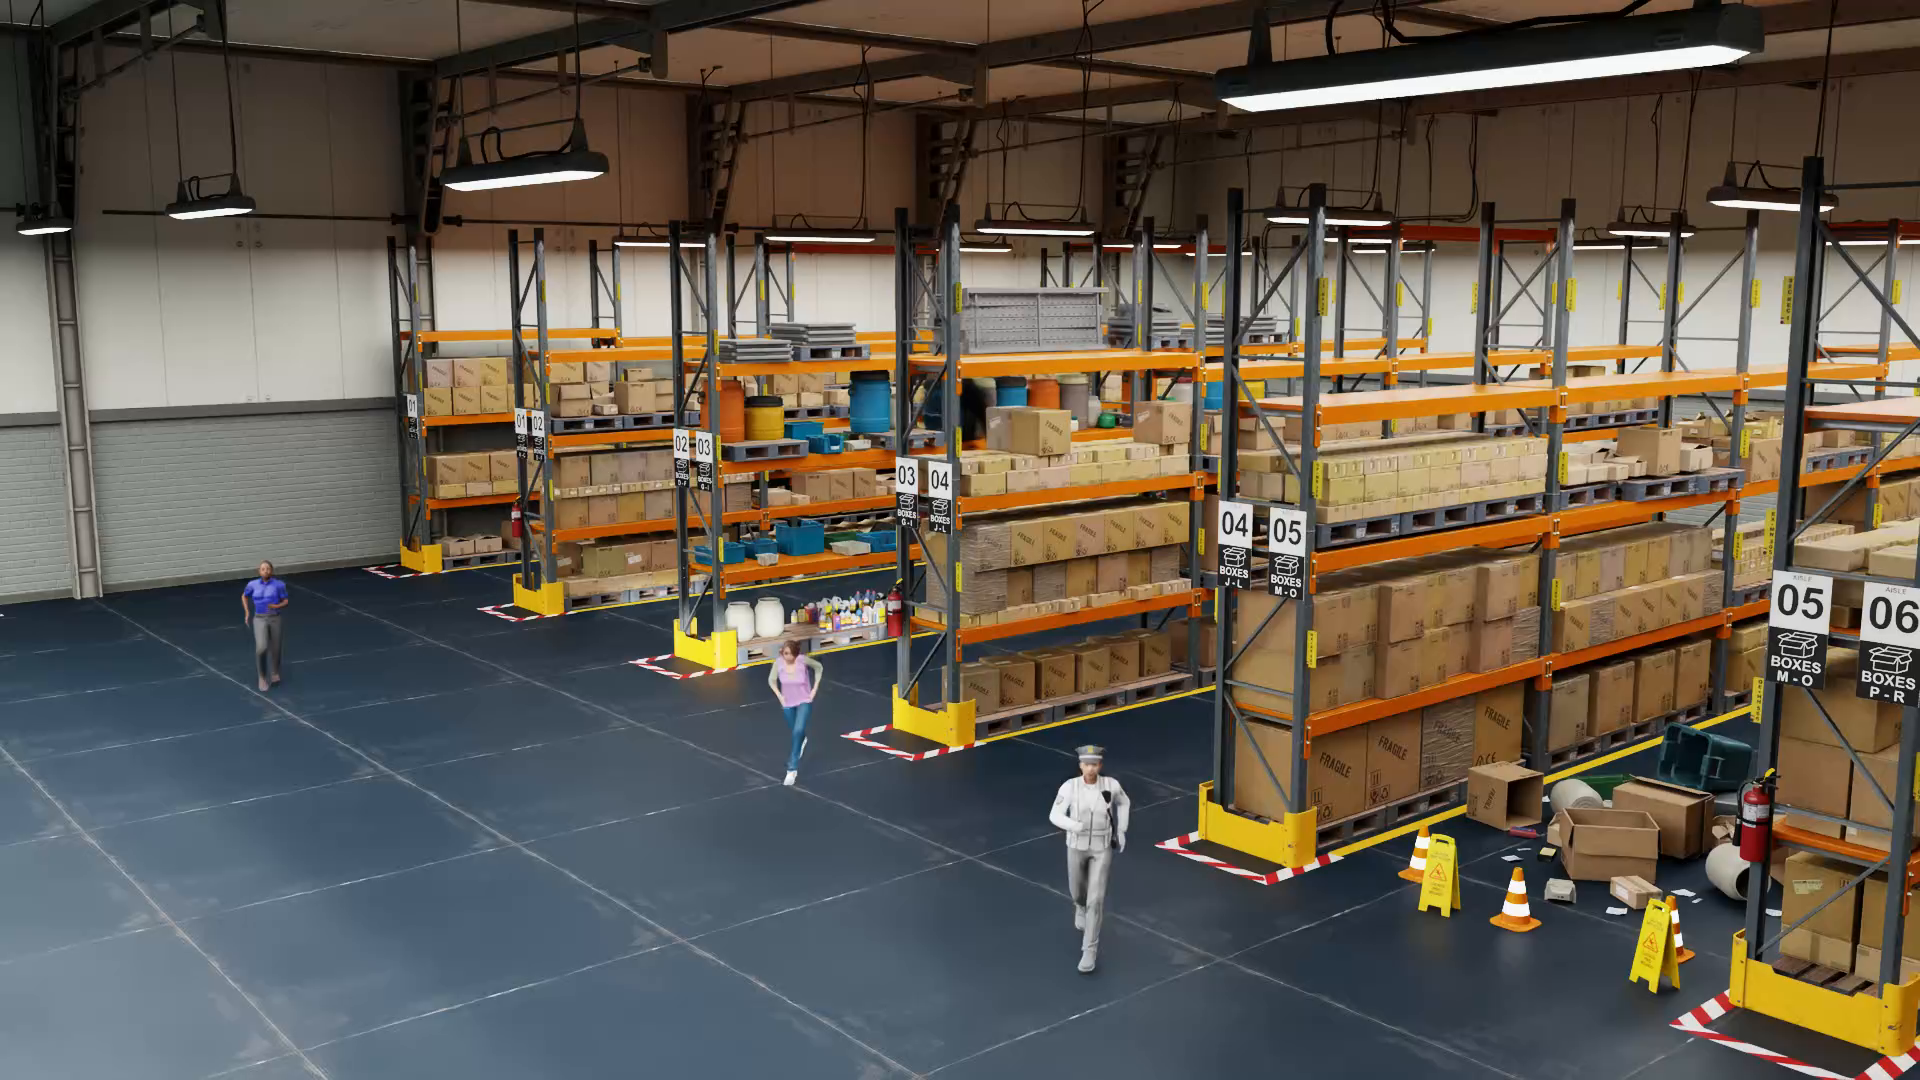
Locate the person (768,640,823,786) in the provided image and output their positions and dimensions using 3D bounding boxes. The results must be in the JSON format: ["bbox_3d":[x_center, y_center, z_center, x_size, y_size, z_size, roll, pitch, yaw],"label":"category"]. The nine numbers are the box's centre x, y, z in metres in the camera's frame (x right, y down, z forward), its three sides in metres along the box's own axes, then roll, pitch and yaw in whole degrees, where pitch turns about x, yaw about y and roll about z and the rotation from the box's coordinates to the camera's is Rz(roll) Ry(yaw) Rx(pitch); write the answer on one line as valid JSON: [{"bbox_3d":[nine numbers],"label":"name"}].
[{"bbox_3d":[-1.724,1.744,17.599,0.572,1.547,0.914,0,9,1],"label":"person"}]

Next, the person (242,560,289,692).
[{"bbox_3d":[-8.870,1.098,21.298,0.542,1.690,0.713,-4,10,-25],"label":"person"}]

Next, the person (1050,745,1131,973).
[{"bbox_3d":[1.000,2.361,12.804,0.611,1.676,0.914,1,9,6],"label":"person"}]
